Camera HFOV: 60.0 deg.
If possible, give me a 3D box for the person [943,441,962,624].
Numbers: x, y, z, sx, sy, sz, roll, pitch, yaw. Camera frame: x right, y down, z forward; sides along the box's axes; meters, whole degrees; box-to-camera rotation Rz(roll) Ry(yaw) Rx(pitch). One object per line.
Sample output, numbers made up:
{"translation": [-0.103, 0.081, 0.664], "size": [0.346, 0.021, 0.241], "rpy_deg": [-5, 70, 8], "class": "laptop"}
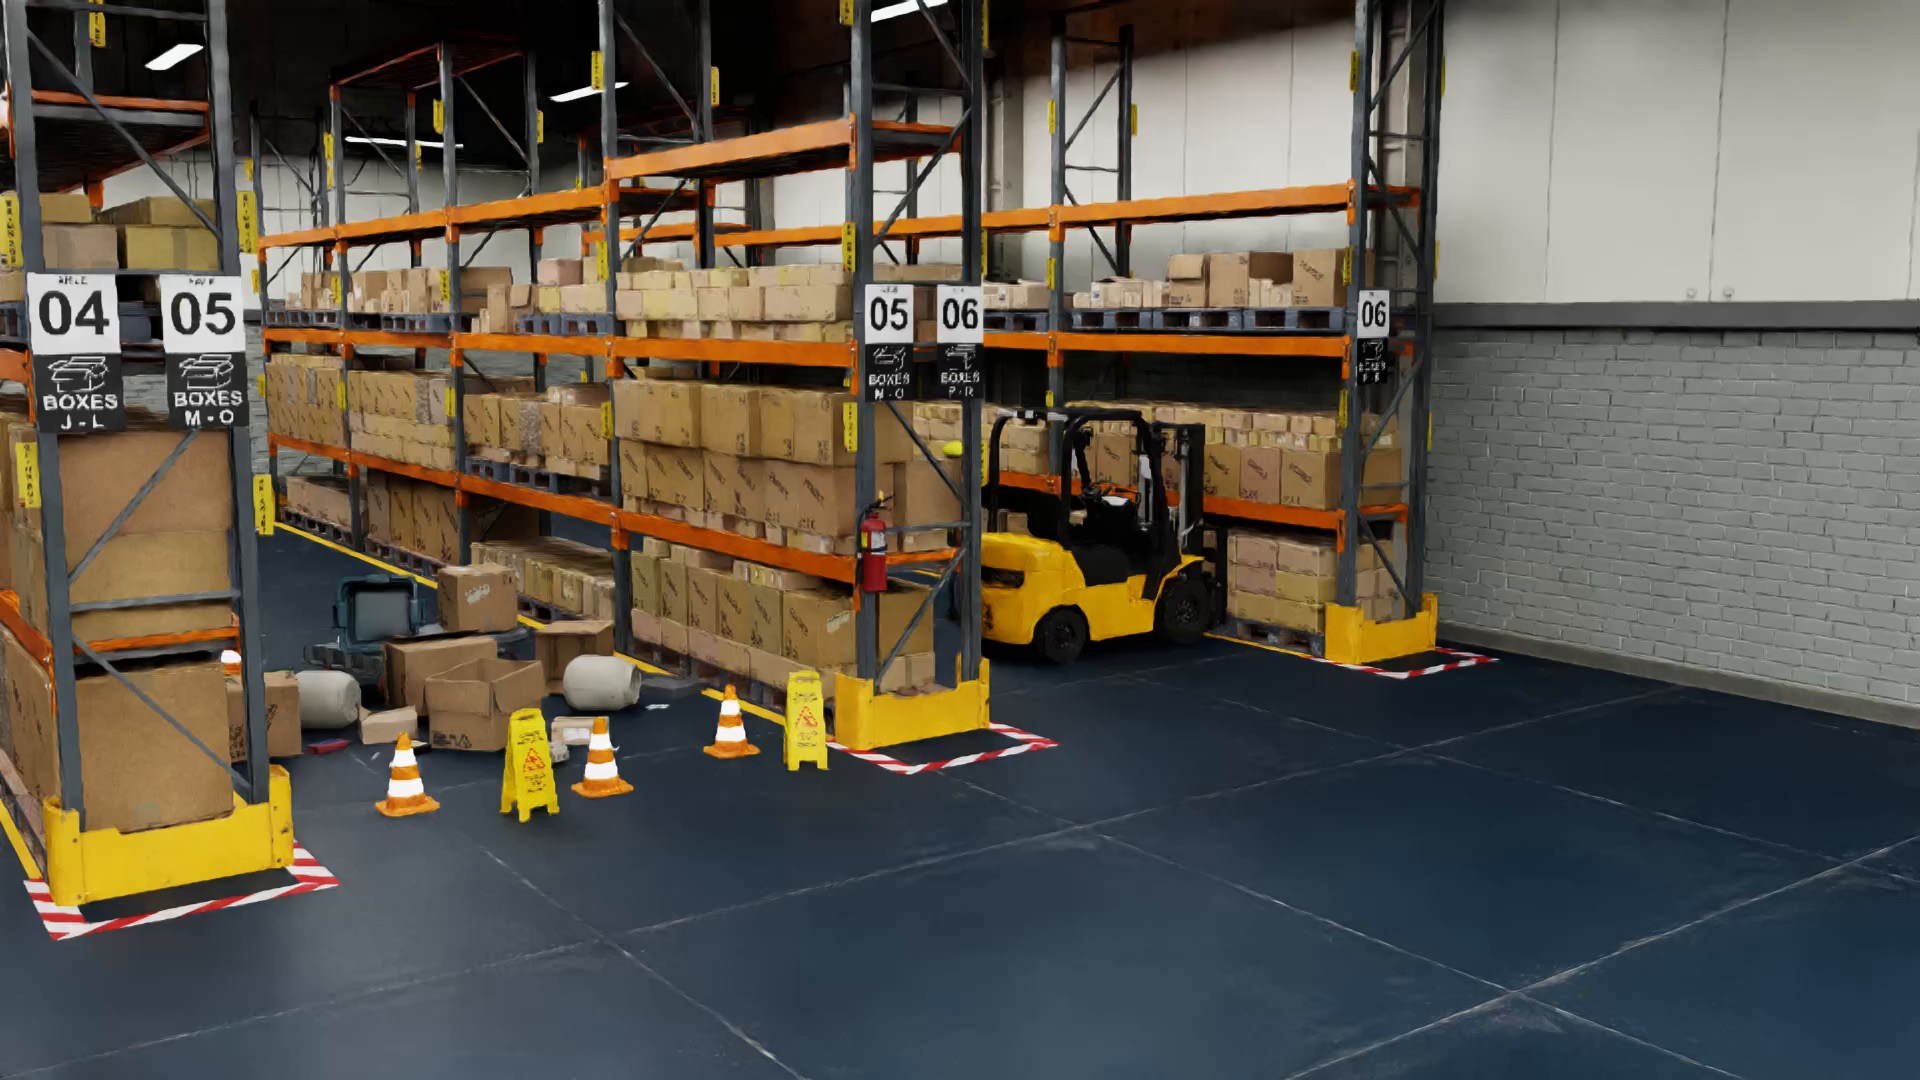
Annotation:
{"translation": [0.014, -0.080, 16.244], "size": [0.421, 1.773, 0.683], "rpy_deg": [-1, 8, -7], "class": "person"}
